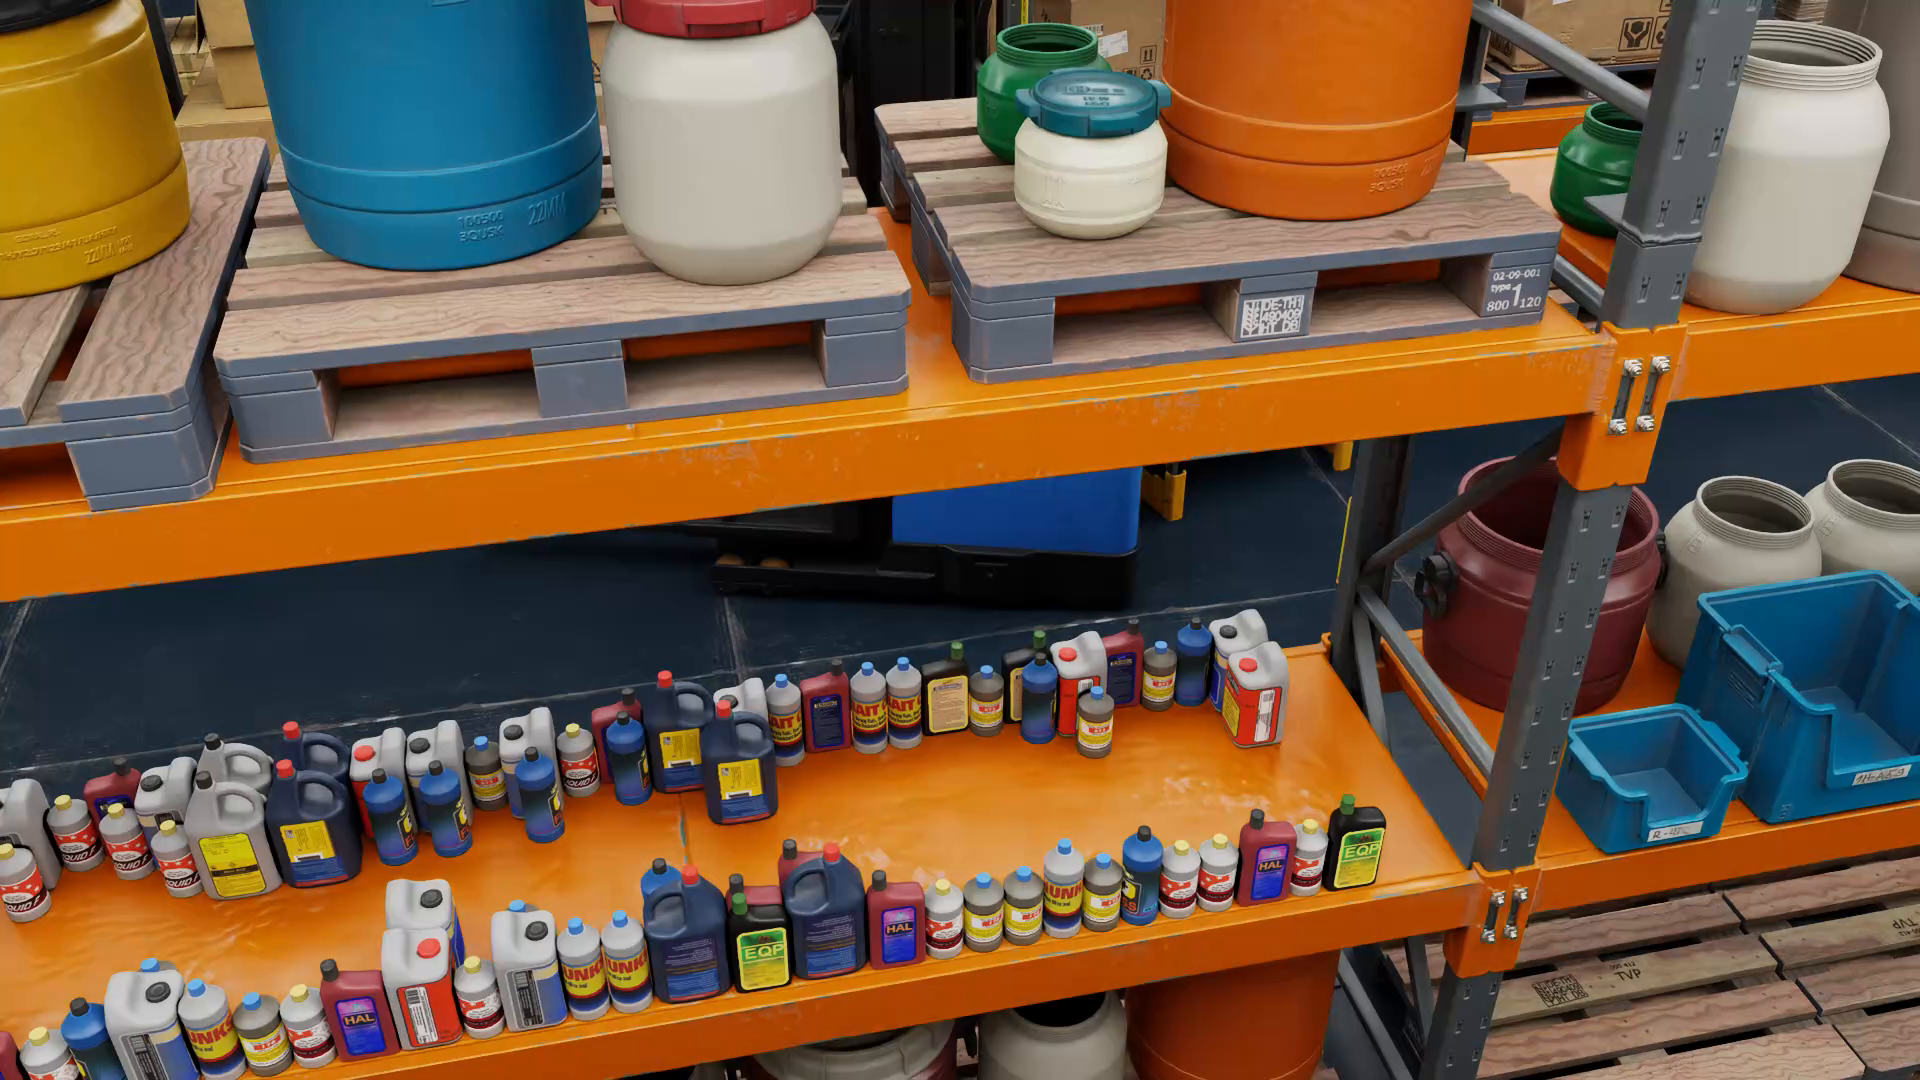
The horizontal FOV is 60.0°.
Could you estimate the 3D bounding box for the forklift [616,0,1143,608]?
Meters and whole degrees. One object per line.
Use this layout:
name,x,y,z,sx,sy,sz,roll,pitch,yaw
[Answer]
forklift,-0.688,-1.263,7.001,3.031,2.935,1.130,3,34,5

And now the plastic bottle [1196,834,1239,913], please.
plastic bottle,0.625,0.800,4.044,0.097,0.201,0.097,0,34,0

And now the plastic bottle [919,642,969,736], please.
plastic bottle,-0.044,0.406,4.558,0.133,0.283,0.061,-7,35,-11

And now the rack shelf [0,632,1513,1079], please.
rack shelf,-0.684,0.948,4.291,4.000,0.370,1.077,-7,35,-11

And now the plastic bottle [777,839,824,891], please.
plastic bottle,-0.361,0.818,3.944,0.133,0.283,0.061,-7,35,-11

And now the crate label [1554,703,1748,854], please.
crate label,1.760,0.625,4.277,0.416,0.233,0.303,-7,35,-11

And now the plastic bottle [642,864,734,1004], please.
plastic bottle,-0.623,0.882,3.788,0.185,0.351,0.144,-7,35,-11

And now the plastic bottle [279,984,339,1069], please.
plastic bottle,-1.433,1.059,3.658,0.097,0.201,0.097,0,34,0

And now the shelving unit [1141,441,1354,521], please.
shelving unit,1.337,-0.990,7.879,1.083,1.500,0.587,-16,37,-22

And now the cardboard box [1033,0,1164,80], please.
cardboard box,0.692,-2.593,8.455,0.500,0.500,0.500,-11,36,-16

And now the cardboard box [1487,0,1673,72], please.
cardboard box,3.270,-3.182,8.885,1.000,1.000,1.000,-7,34,-10

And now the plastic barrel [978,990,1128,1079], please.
plastic barrel,0.262,1.449,4.754,0.421,0.512,0.421,0,34,0

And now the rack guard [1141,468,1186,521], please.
rack guard,0.894,-0.344,8.038,0.087,0.250,0.587,-16,37,-22

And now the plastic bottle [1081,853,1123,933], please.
plastic bottle,0.340,0.836,3.991,0.097,0.201,0.097,0,34,0

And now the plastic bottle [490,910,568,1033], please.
plastic bottle,-0.970,0.954,3.747,0.135,0.276,0.152,-7,35,-11

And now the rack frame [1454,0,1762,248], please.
rack frame,1.267,-2.088,2.786,0.127,3.000,1.000,-7,35,-11

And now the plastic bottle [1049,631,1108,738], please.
plastic bottle,0.322,0.389,4.590,0.135,0.276,0.152,-7,35,-11

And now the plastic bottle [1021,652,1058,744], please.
plastic bottle,0.216,0.423,4.543,0.097,0.271,0.097,0,34,0

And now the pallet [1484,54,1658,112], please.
pallet,3.298,-2.686,9.233,1.213,0.211,1.003,-7,35,-11

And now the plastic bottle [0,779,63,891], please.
plastic bottle,-2.322,0.722,4.093,0.135,0.276,0.152,-7,35,-11

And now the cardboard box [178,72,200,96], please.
cardboard box,-5.479,-3.325,11.928,0.250,0.149,0.380,-8,35,-12

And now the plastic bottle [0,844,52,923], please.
plastic bottle,-2.276,0.819,4.016,0.097,0.201,0.097,0,34,0

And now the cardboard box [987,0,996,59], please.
cardboard box,-0.208,-4.263,13.053,0.750,0.750,1.050,-8,35,-11

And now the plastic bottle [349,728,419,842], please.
plastic bottle,-1.473,0.615,4.252,0.135,0.276,0.152,-7,35,-11

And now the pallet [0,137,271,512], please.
pallet,-1.892,-0.422,3.164,1.003,0.211,1.213,-7,35,-11

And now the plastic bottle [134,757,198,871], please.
plastic bottle,-1.965,0.677,4.160,0.135,0.276,0.152,-7,35,-11

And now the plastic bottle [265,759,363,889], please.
plastic bottle,-1.598,0.680,4.089,0.185,0.351,0.144,-7,35,-11

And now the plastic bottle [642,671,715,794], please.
plastic bottle,-0.736,0.489,4.373,0.185,0.351,0.144,-7,35,-11

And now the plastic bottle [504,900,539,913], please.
plastic bottle,-1.016,0.920,3.866,0.097,0.201,0.097,0,34,0

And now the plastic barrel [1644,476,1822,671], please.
plastic barrel,2.223,0.114,4.788,0.421,0.512,0.421,0,34,0

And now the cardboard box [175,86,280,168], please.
cardboard box,-3.224,-1.759,7.590,0.500,0.500,0.500,-7,35,-10

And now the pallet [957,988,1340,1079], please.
pallet,0.507,1.681,5.056,1.213,0.211,1.003,-7,35,-11

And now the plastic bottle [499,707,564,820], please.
plastic bottle,-1.116,0.570,4.320,0.135,0.276,0.152,-7,35,-11

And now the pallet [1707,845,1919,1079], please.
pallet,3.218,1.339,5.565,1.213,0.211,1.003,-7,35,-11

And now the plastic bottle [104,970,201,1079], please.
plastic bottle,-1.742,1.052,3.602,0.135,0.276,0.152,-7,35,-11

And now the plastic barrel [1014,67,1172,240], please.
plastic barrel,0.253,-0.748,3.228,0.301,0.262,0.301,0,34,0

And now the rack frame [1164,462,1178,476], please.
rack frame,0.893,-0.862,7.689,0.032,1.500,0.500,-16,37,-22

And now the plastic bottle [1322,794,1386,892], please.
plastic bottle,0.966,0.733,4.070,0.133,0.283,0.061,-7,35,-11

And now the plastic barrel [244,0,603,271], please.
plastic barrel,-1.004,-1.026,3.068,0.708,0.901,0.600,-7,35,-11

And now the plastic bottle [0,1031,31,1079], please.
plastic bottle,-2.053,1.114,3.503,0.133,0.283,0.061,-7,35,-11

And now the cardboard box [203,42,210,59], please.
cardboard box,-5.253,-3.505,11.928,0.250,0.149,0.380,-7,34,-10

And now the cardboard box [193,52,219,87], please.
cardboard box,-3.331,-2.044,8.015,0.500,0.500,0.500,-7,35,-10

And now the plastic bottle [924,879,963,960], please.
plastic bottle,-0.040,0.884,3.920,0.097,0.201,0.097,0,34,0

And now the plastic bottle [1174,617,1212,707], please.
plastic bottle,0.654,0.334,4.677,0.097,0.271,0.097,0,34,0

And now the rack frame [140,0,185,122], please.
rack frame,-3.727,-1.797,7.736,0.127,3.000,1.000,-7,35,-11

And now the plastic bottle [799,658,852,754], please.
plastic bottle,-0.364,0.446,4.498,0.133,0.283,0.061,-7,35,-11

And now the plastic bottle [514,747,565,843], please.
plastic bottle,-1.070,0.638,4.223,0.097,0.271,0.097,0,34,0

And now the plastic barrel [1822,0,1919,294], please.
plastic barrel,2.116,-1.033,3.456,0.600,0.901,0.600,0,34,0
